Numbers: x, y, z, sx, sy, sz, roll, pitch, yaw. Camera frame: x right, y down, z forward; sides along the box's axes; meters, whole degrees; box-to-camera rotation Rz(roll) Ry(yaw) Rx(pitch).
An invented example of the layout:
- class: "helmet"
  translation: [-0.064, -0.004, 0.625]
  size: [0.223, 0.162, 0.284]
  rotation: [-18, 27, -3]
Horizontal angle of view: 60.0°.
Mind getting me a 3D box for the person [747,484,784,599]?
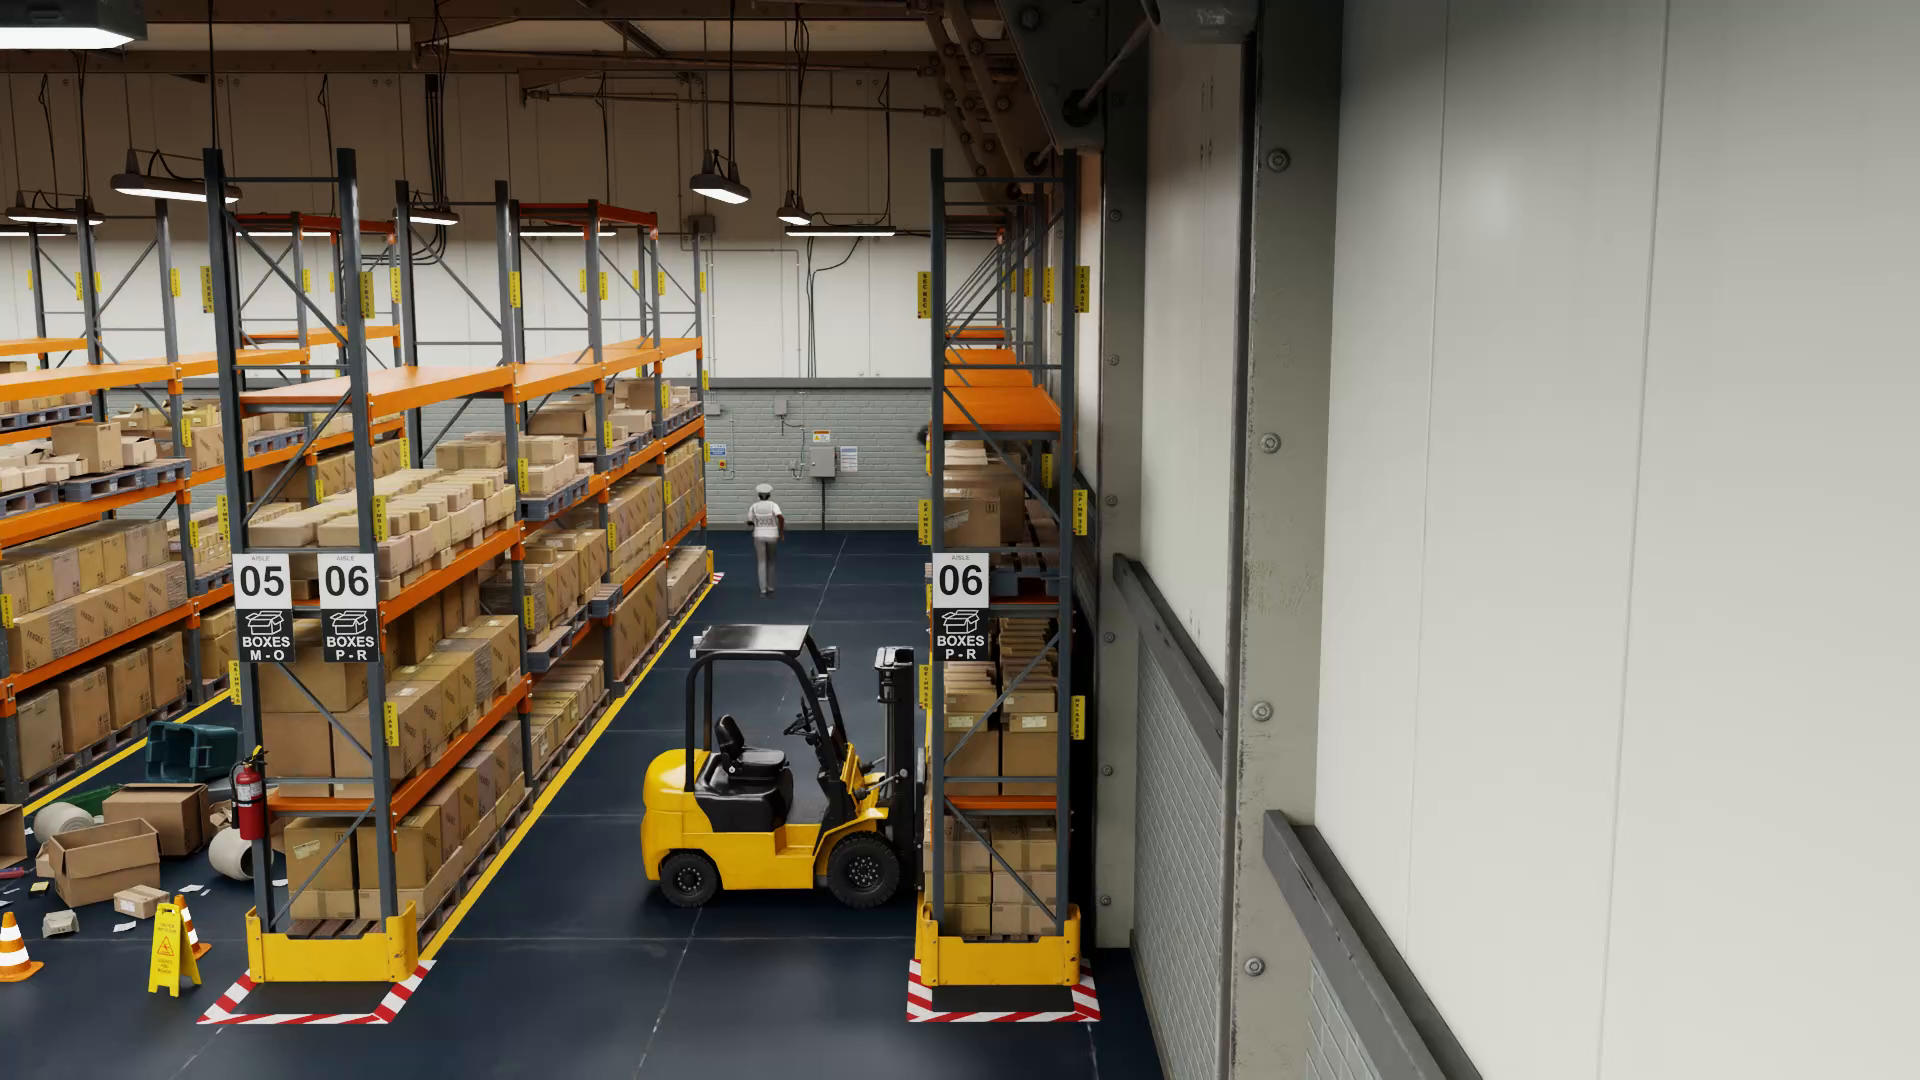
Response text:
- class: "person"
  translation: [-2.927, 0.039, 25.026]
  size: [0.547, 1.753, 0.798]
  rotation: [-1, 9, -9]
